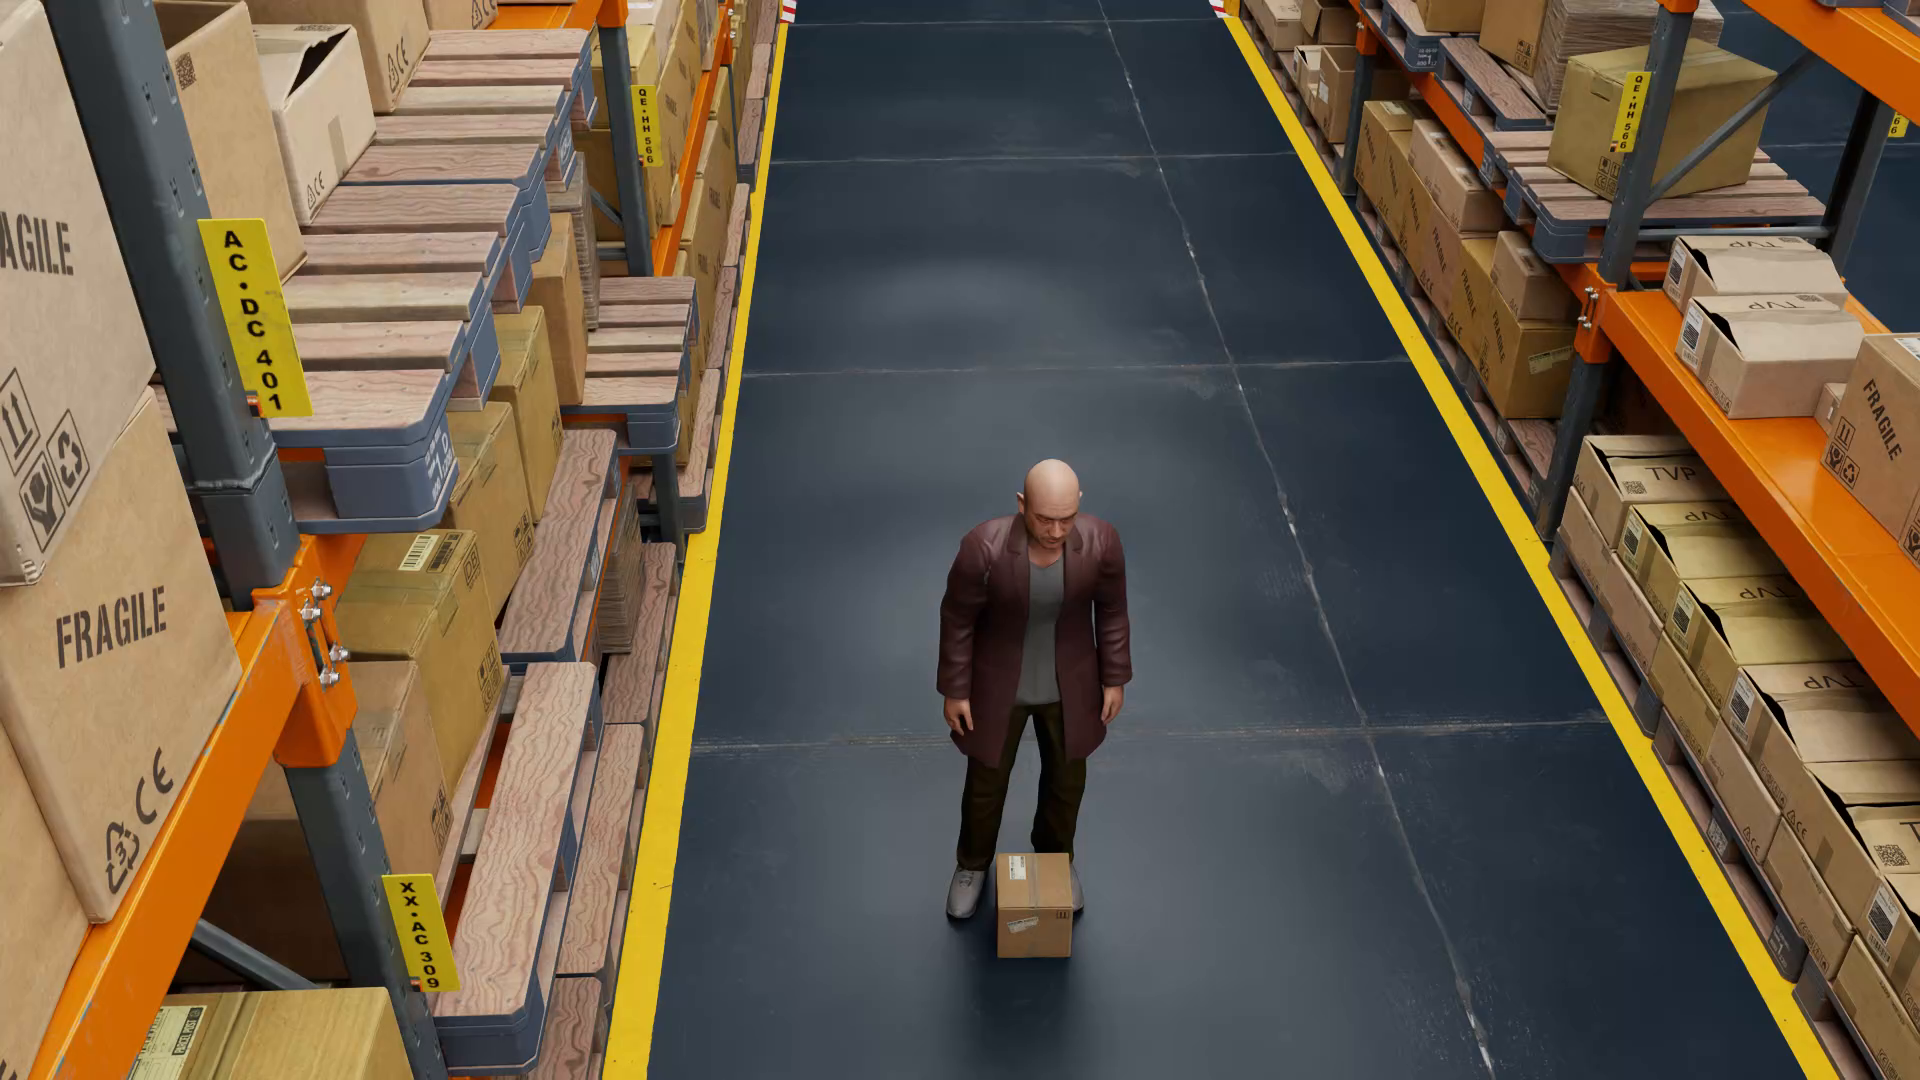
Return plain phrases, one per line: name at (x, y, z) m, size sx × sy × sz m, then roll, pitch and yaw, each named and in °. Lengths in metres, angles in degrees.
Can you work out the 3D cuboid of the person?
person at (0.246, 0.482, 5.465) m, size 0.651 × 1.773 × 0.428 m, roll -4°, pitch 35°, yaw -5°
